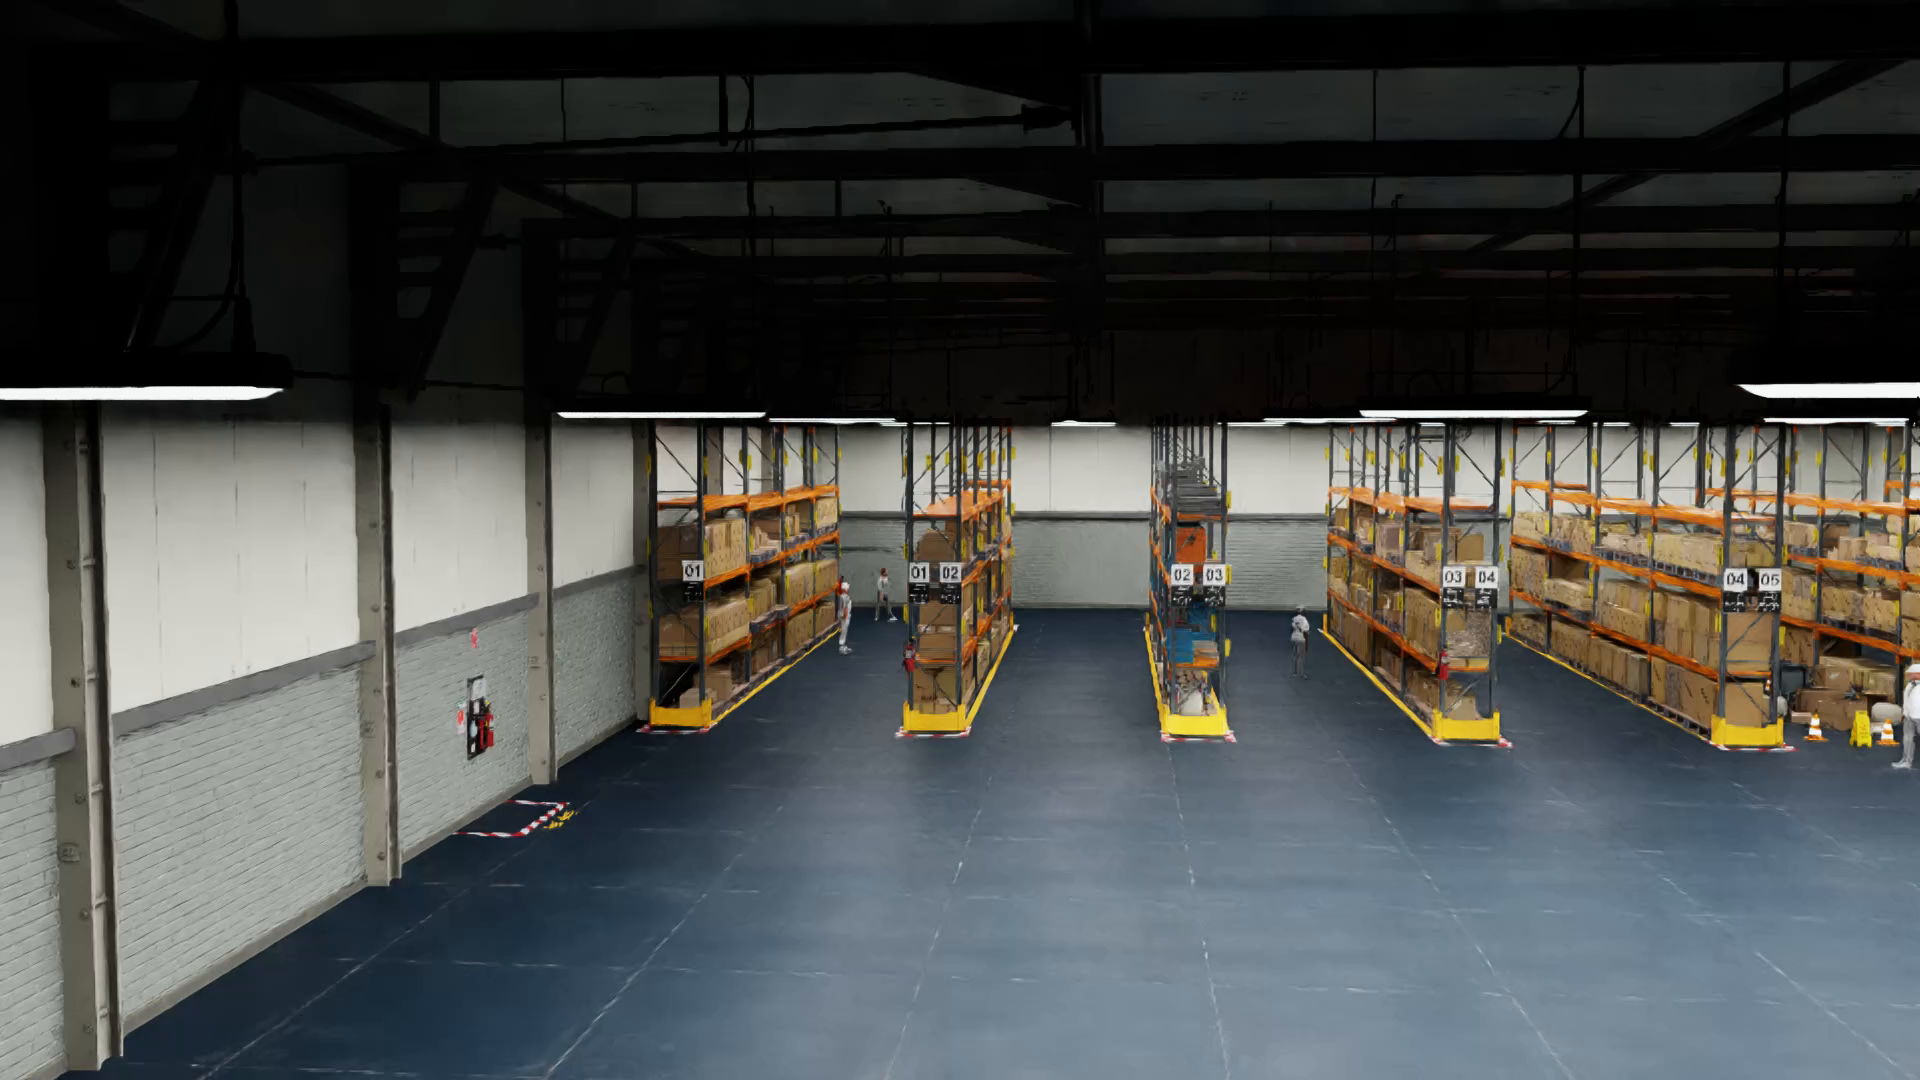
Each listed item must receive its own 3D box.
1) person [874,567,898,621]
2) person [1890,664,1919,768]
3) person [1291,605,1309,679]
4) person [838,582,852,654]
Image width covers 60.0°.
[{"bbox_3d":[-2.233,1.601,49.308,0.531,1.588,0.639,3,5,42],"label":"person"},{"bbox_3d":[16.084,2.962,27.919,0.541,1.775,0.647,-1,4,-12],"label":"person"},{"bbox_3d":[7.790,2.321,37.968,0.416,1.679,0.507,-2,4,-27],"label":"person"},{"bbox_3d":[-2.900,1.970,42.175,0.391,1.792,0.659,-1,4,-14],"label":"person"}]
